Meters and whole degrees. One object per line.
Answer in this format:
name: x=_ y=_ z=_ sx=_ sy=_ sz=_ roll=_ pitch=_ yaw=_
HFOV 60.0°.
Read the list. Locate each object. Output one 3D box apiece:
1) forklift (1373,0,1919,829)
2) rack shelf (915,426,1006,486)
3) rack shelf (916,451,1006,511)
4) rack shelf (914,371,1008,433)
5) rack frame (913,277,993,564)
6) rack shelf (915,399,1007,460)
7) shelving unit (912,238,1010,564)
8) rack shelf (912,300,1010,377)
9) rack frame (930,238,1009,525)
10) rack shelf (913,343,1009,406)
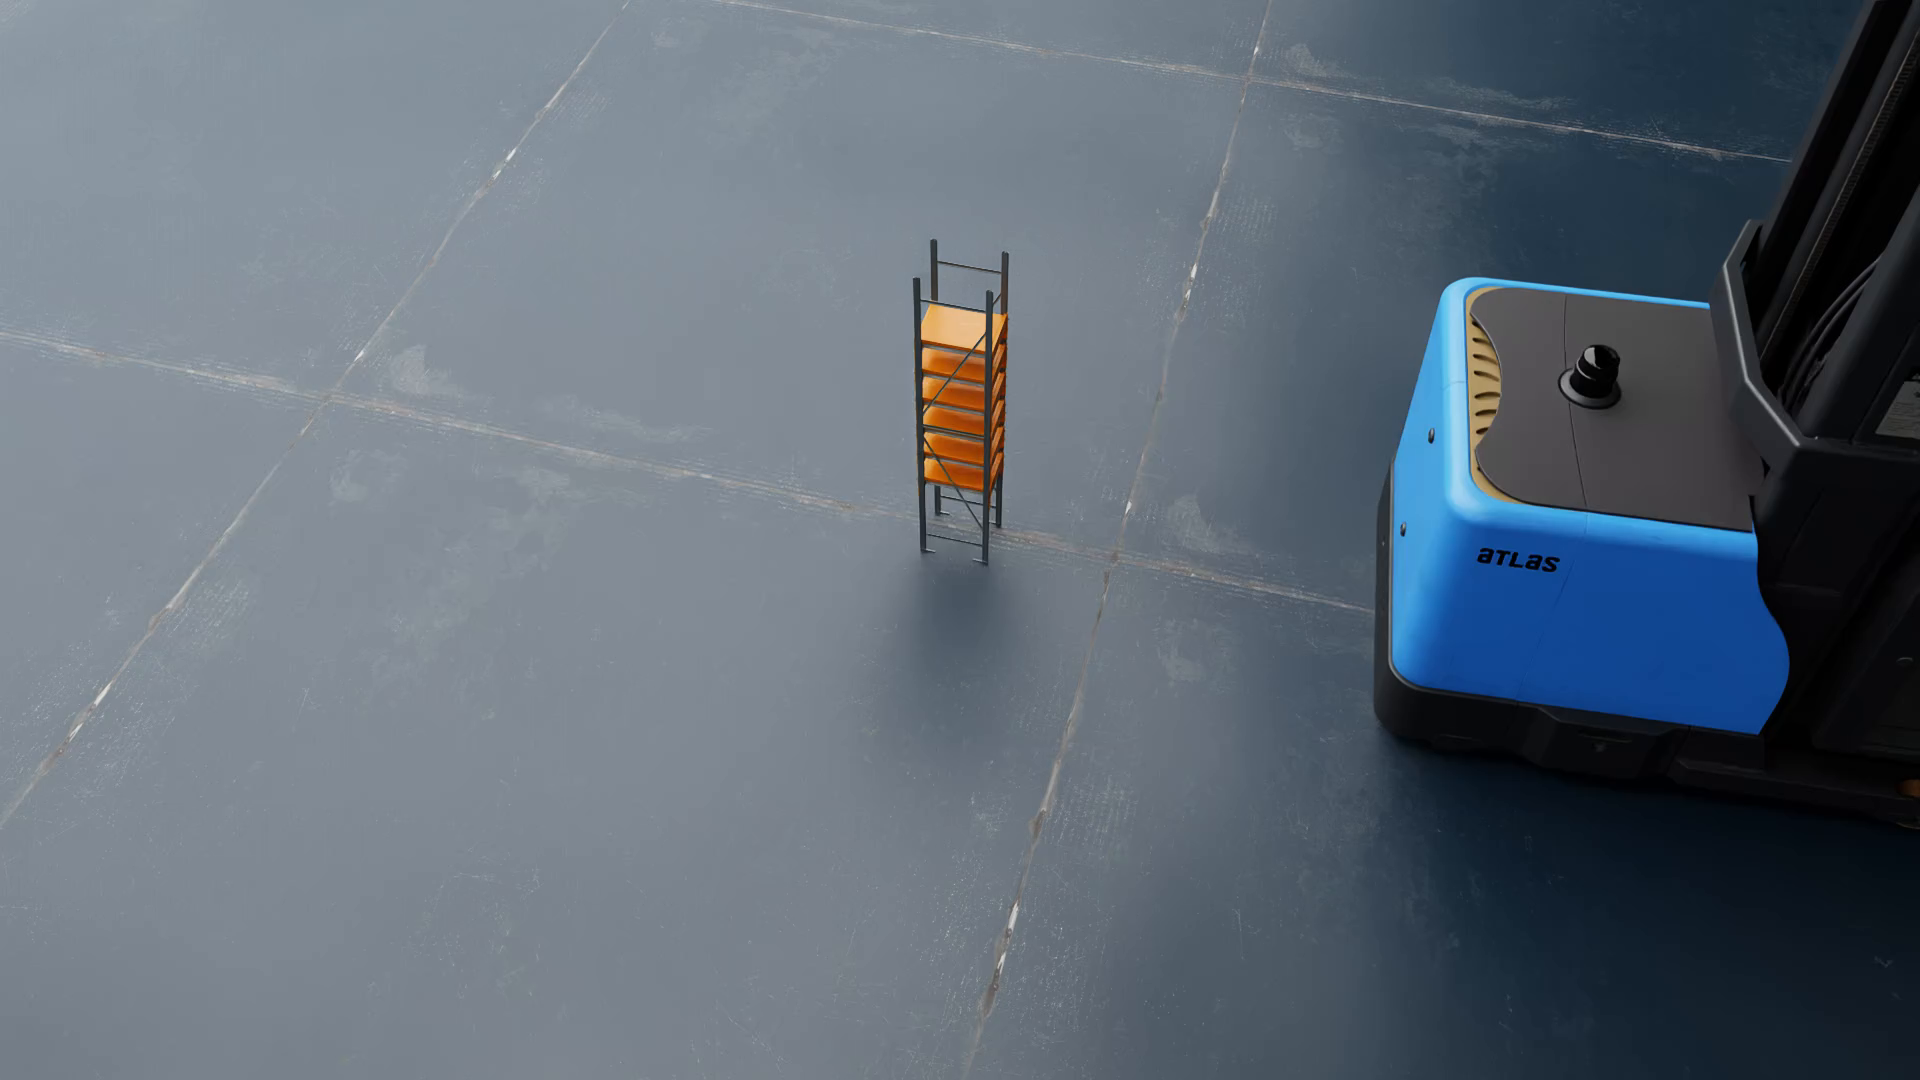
forklift: x=2.858 y=-0.514 z=4.249 sx=3.031 sy=2.935 sz=1.130 roll=8 pitch=49 yaw=7
rack shelf: x=0.004 y=-0.299 z=5.433 sx=0.258 sy=0.103 sz=0.180 roll=12 pitch=50 yaw=10
rack shelf: x=0.004 y=-0.219 z=5.523 sx=0.258 sy=0.103 sz=0.180 roll=12 pitch=50 yaw=10
rack shelf: x=0.004 y=-0.458 z=5.253 sx=0.258 sy=0.103 sz=0.180 roll=12 pitch=50 yaw=10
rack frame: x=-0.020 y=-0.341 z=5.251 sx=0.240 sy=1.200 sz=0.006 roll=12 pitch=50 yaw=10
rack shelf: x=0.004 y=-0.378 z=5.343 sx=0.258 sy=0.103 sz=0.180 roll=12 pitch=50 yaw=10
shelving unit: x=0.004 y=-0.407 z=5.309 sx=0.258 sy=1.200 sz=0.189 roll=12 pitch=50 yaw=10
rack shelf: x=0.004 y=-0.616 z=5.073 sx=0.258 sy=0.103 sz=0.180 roll=12 pitch=50 yaw=10
rack frame: x=0.028 y=-0.474 z=5.368 sx=0.240 sy=1.200 sz=0.006 roll=12 pitch=50 yaw=10
rack shelf: x=0.004 y=-0.537 z=5.163 sx=0.258 sy=0.103 sz=0.180 roll=12 pitch=50 yaw=10
